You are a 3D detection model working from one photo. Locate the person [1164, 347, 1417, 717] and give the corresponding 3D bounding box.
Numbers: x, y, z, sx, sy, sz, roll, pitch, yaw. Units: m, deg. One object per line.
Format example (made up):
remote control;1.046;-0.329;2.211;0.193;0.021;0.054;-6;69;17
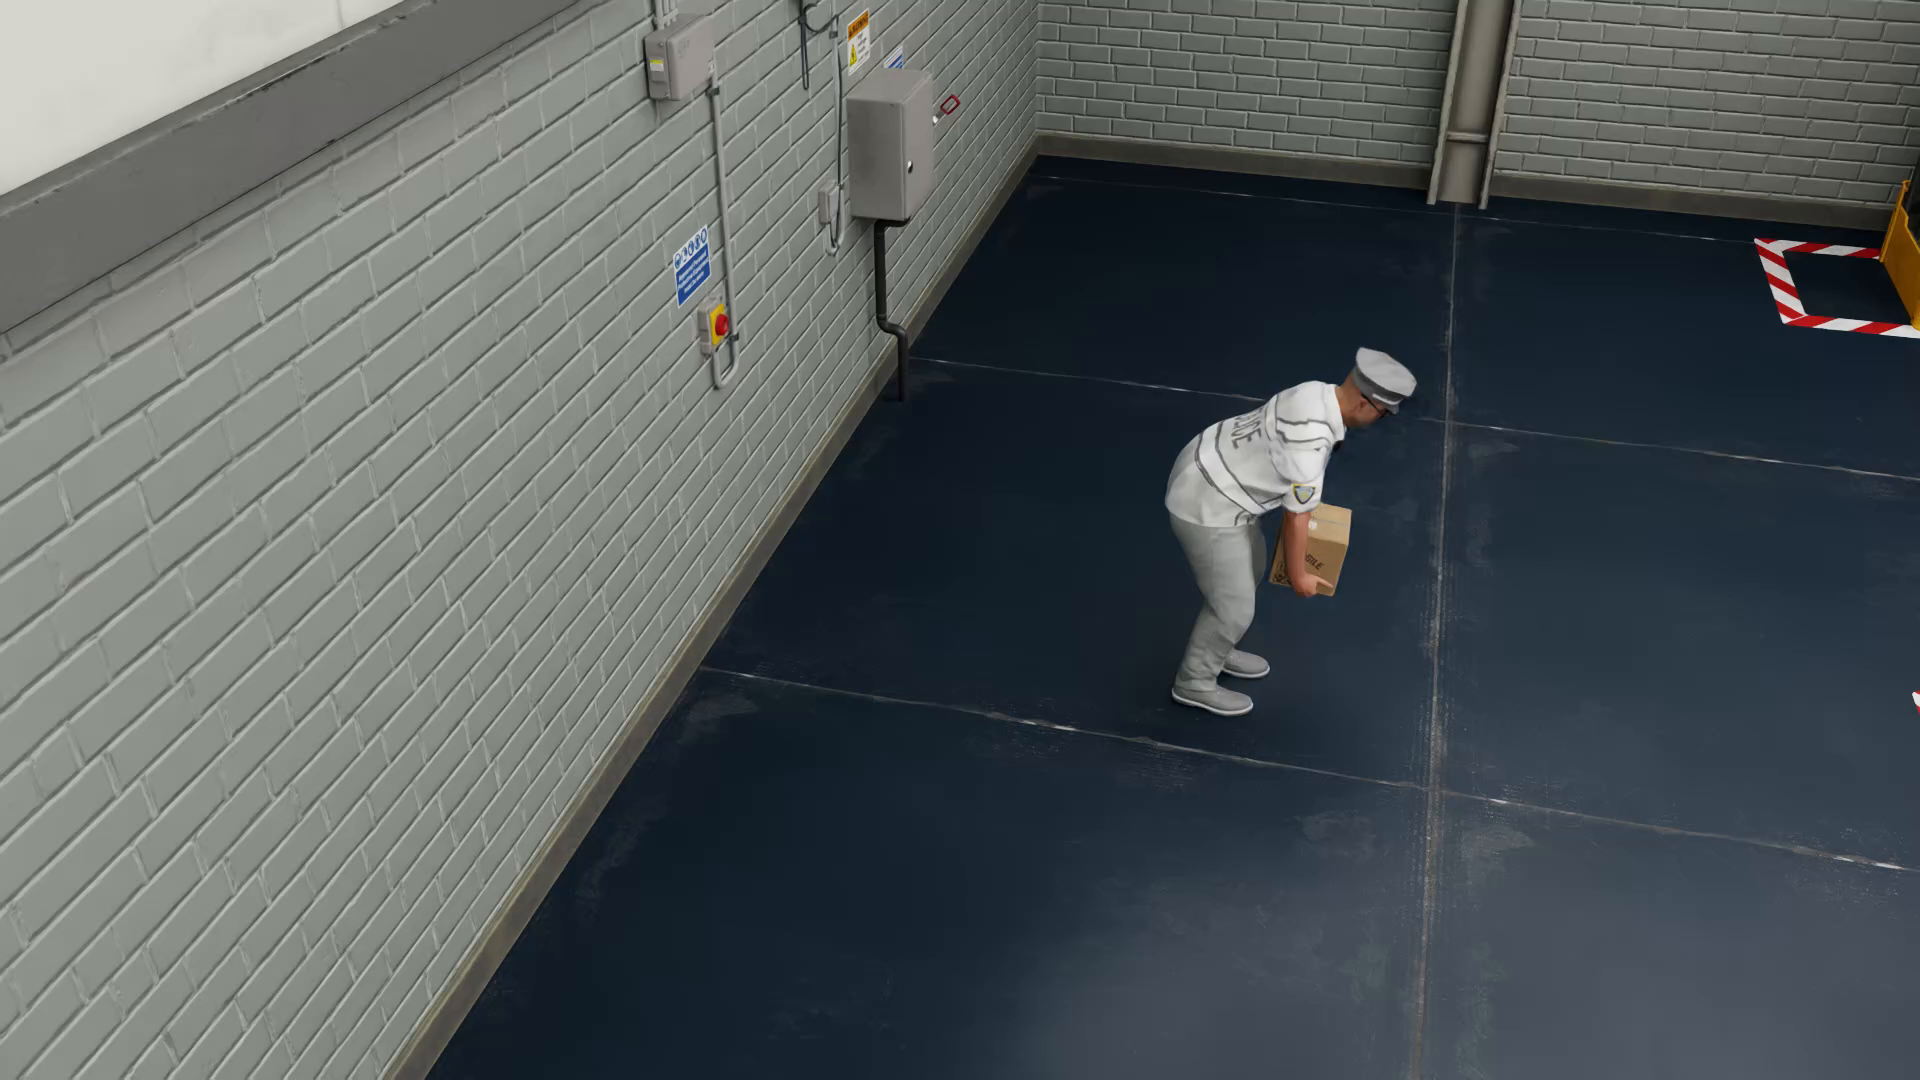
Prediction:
person;1.214;-0.036;6.393;0.861;1.538;0.478;7;33;11
